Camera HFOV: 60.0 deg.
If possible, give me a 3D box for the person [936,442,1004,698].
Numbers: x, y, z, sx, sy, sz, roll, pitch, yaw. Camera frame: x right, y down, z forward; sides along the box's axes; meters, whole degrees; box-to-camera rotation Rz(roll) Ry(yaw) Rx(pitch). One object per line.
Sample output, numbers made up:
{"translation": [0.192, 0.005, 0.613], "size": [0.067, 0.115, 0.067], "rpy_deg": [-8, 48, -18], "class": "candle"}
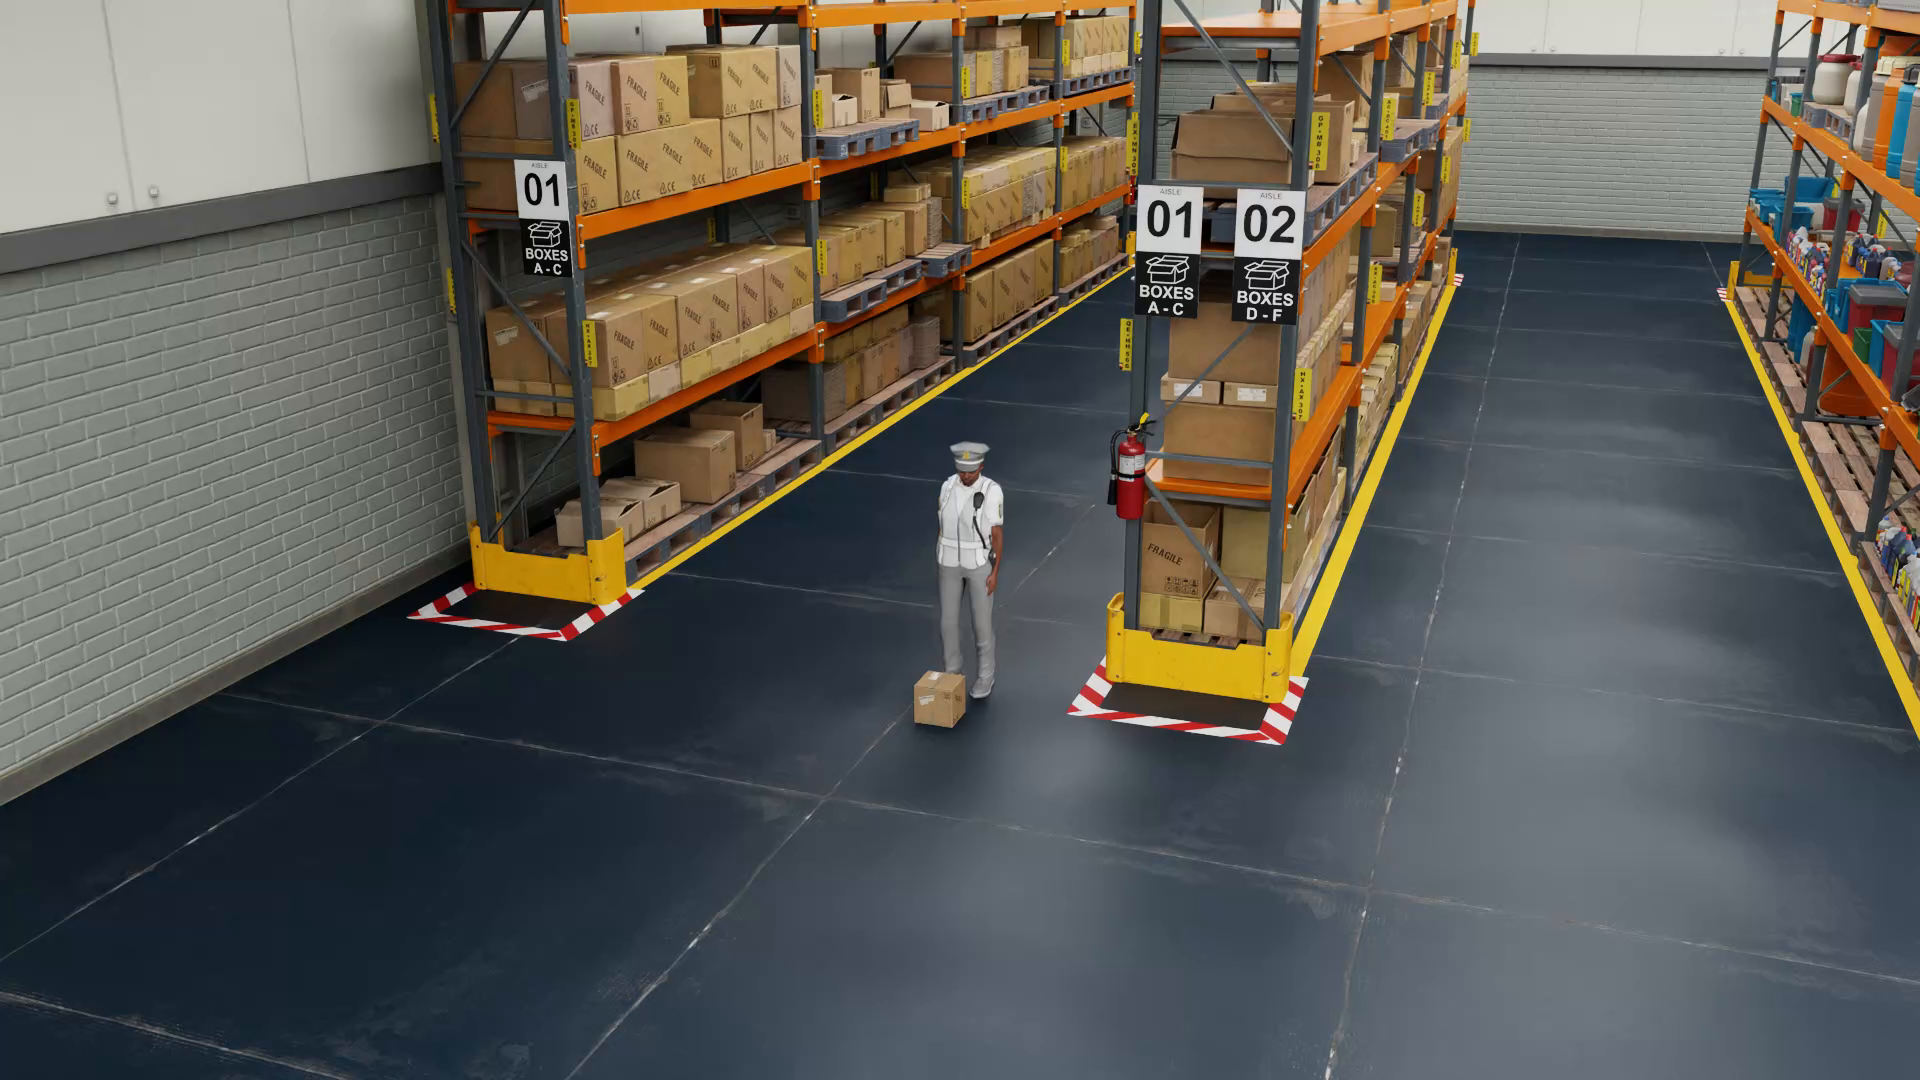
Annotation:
{"translation": [0.060, 0.183, 10.546], "size": [0.439, 1.658, 0.339], "rpy_deg": [7, 20, 19], "class": "person"}
